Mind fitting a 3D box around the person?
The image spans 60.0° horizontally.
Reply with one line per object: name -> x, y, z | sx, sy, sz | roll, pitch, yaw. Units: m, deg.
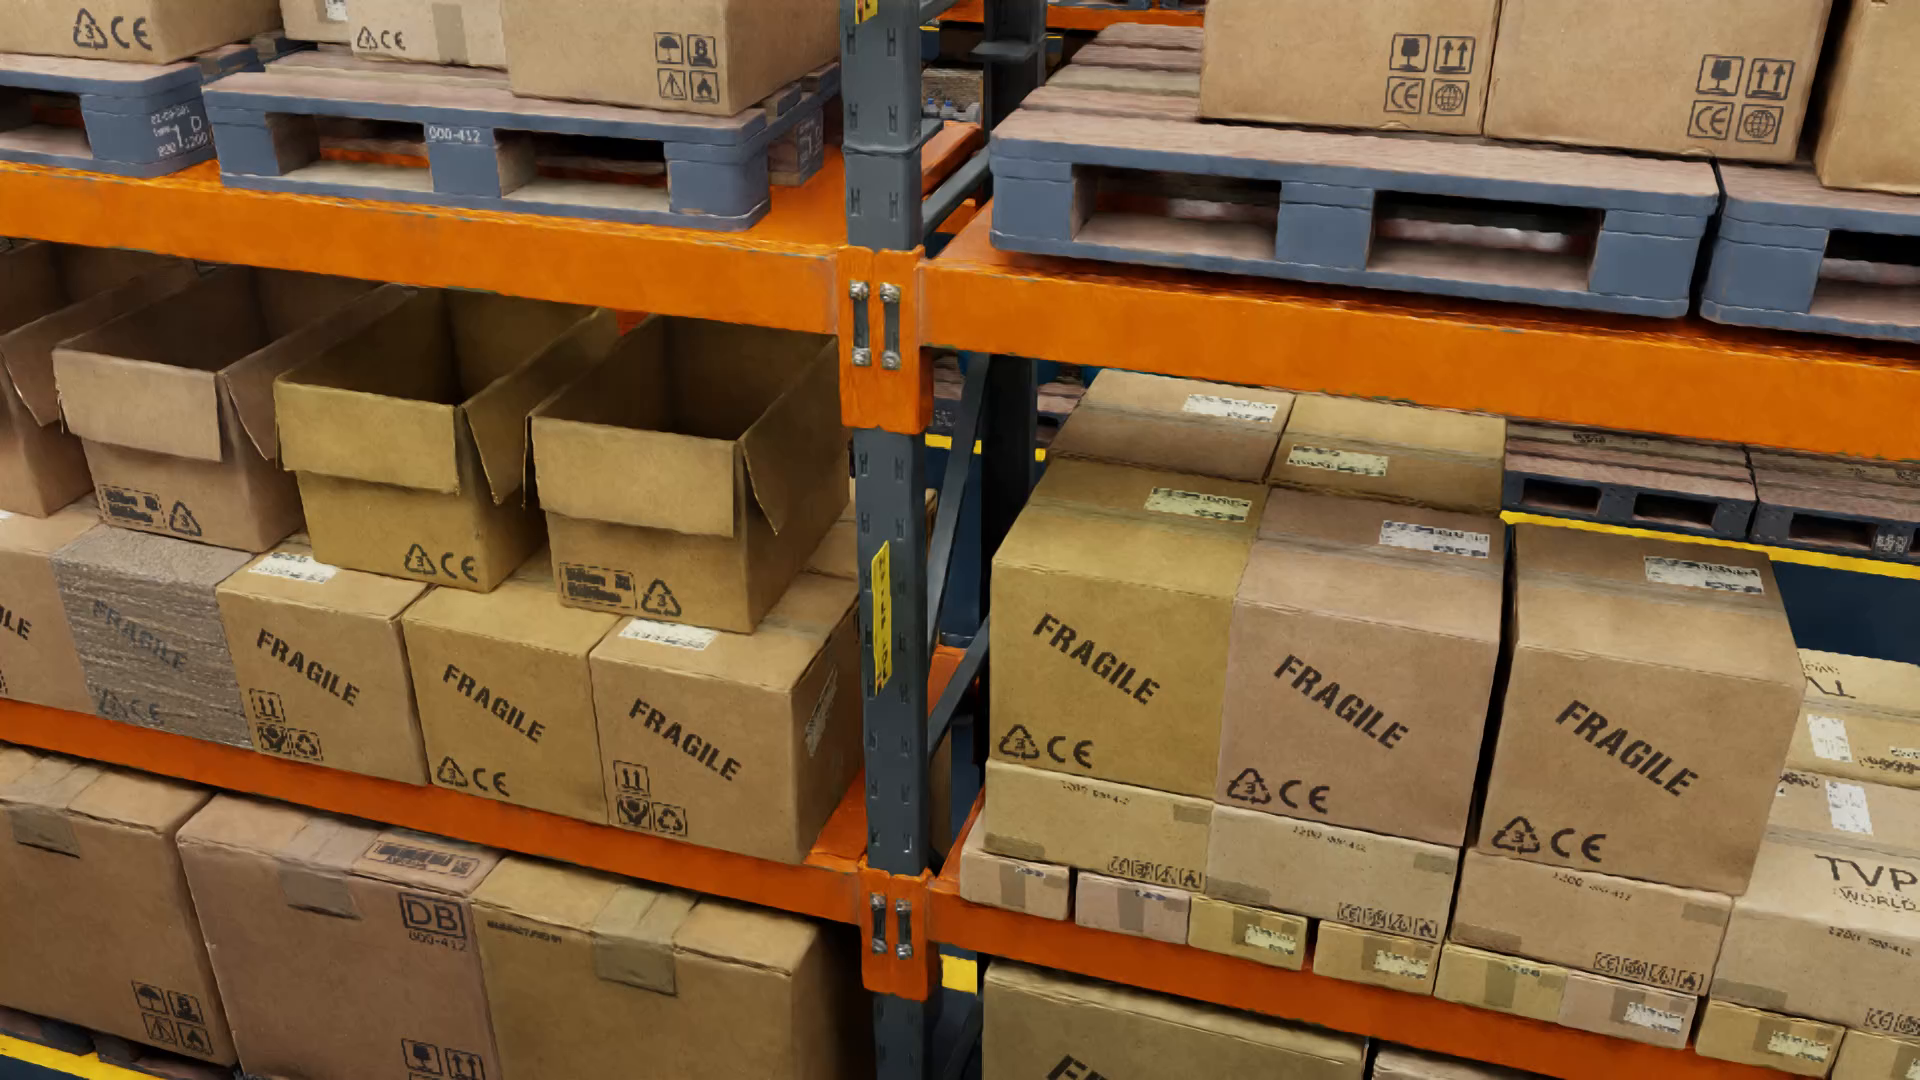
person -> -0.444, -0.077, 6.283 | 1.046, 1.723, 0.607 | 5, 29, 8
